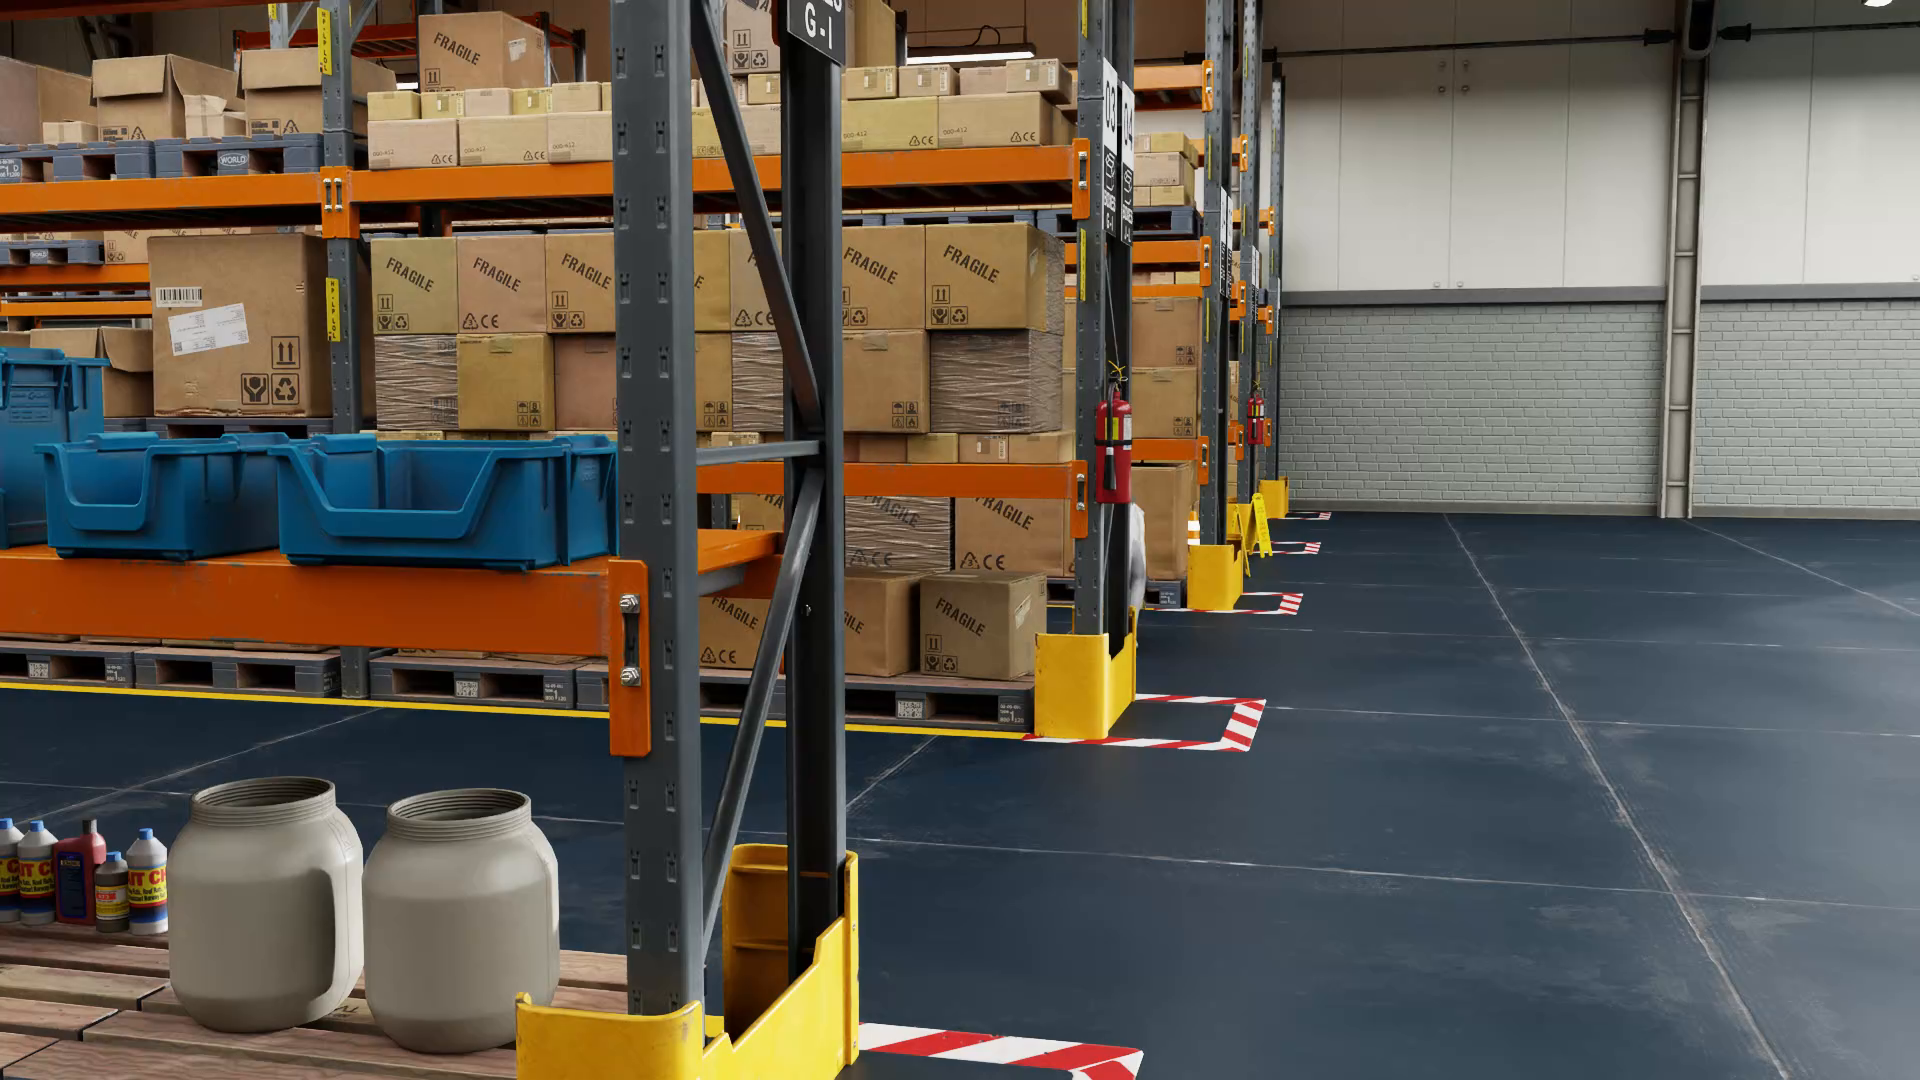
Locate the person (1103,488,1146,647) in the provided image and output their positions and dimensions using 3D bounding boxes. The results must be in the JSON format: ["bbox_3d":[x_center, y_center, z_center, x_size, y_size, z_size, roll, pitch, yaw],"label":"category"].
[{"bbox_3d":[0.995,0.171,10.889,0.451,1.048,0.921,1,5,11],"label":"person"}]
